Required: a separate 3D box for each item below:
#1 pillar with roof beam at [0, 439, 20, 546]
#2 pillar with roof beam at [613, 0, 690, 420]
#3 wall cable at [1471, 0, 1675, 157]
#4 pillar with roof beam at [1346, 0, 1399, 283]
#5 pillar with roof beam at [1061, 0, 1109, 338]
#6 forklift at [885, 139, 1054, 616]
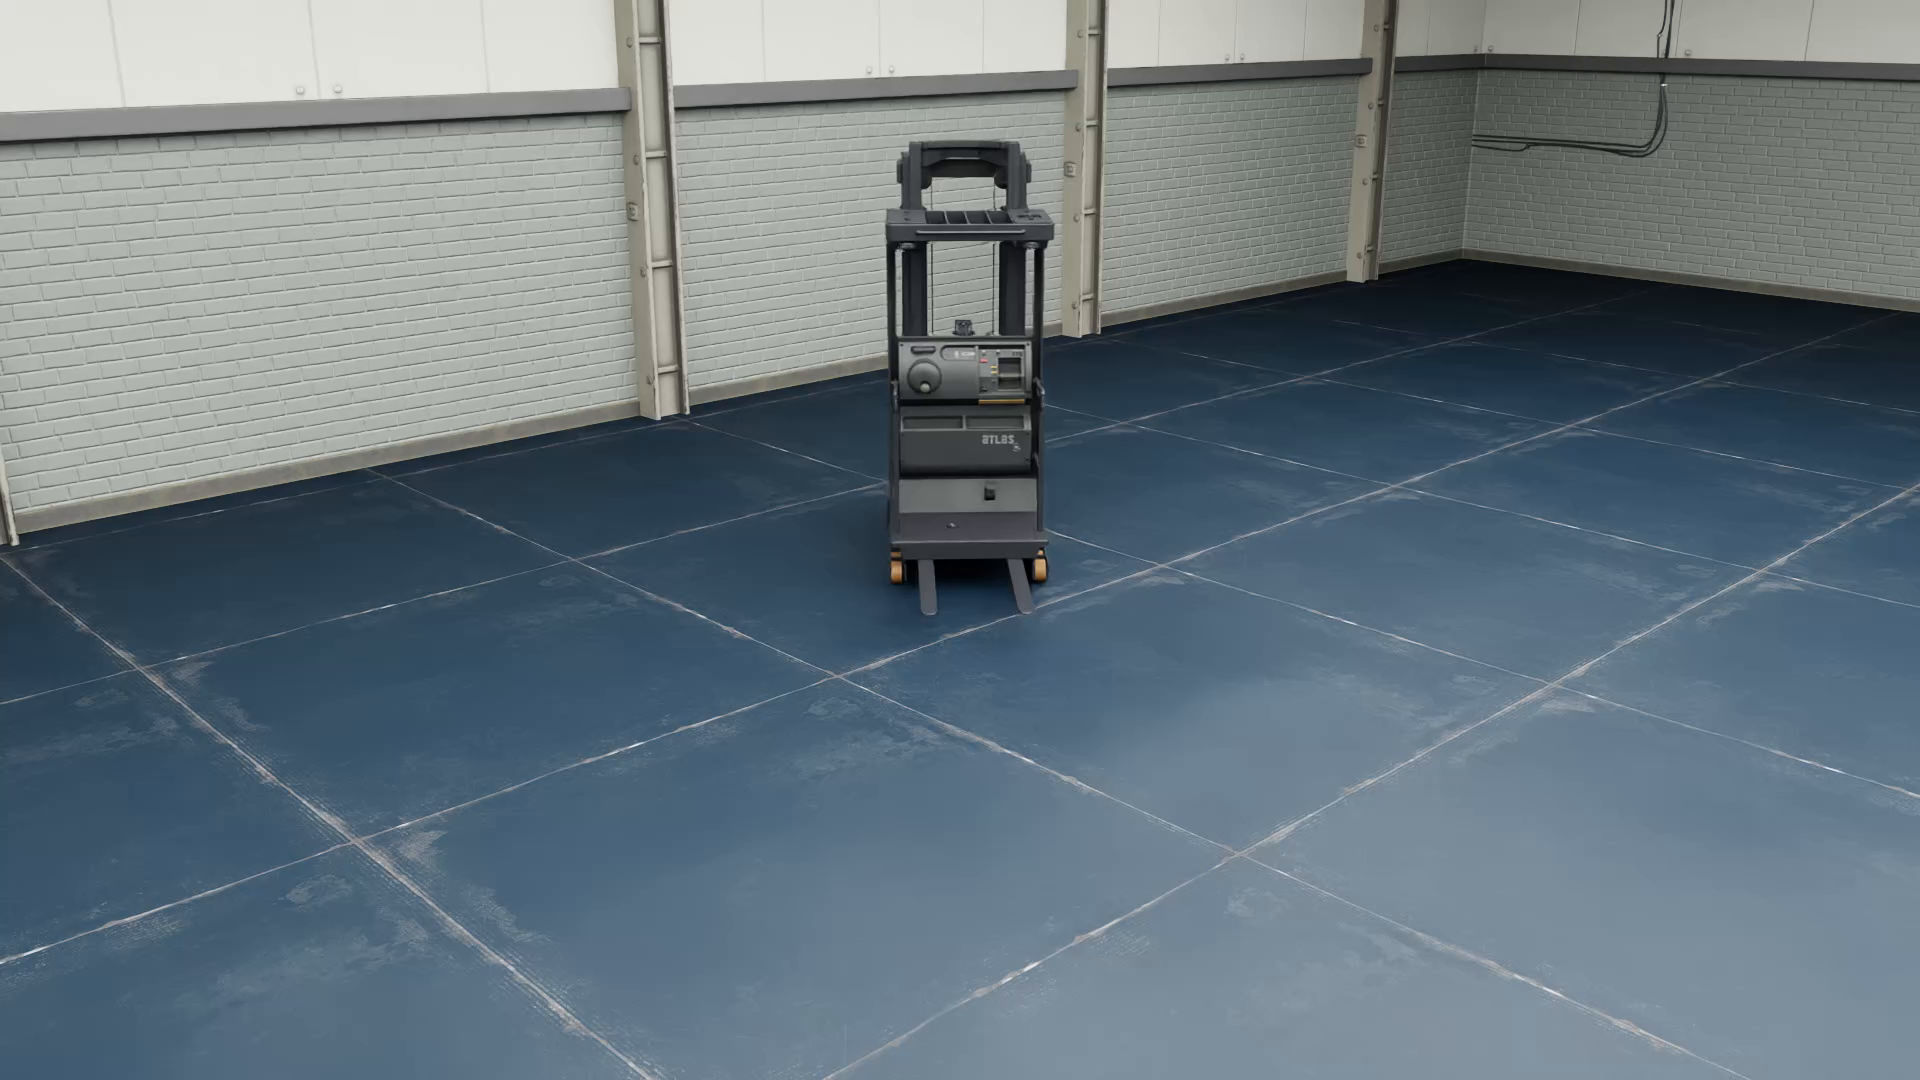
[{"bbox_3d":[-4.298,-3.278,8.004,0.400,9.000,9.100,-16,24,-41],"label":"pillar with roof beam"},{"bbox_3d":[0.062,-4.549,11.925,0.400,9.000,9.100,-16,24,-41],"label":"pillar with roof beam"},{"bbox_3d":[8.873,-6.908,24.234,0.112,2.526,3.097,-16,24,-41],"label":"wall cable"},{"bbox_3d":[8.781,-7.092,19.768,0.400,9.000,9.100,-16,24,-41],"label":"pillar with roof beam"},{"bbox_3d":[4.422,-5.821,15.847,0.400,9.000,9.100,-16,24,-41],"label":"pillar with roof beam"},{"bbox_3d":[0.047,-1.189,11.399,1.130,2.935,3.031,-1,18,-2],"label":"forklift"}]
